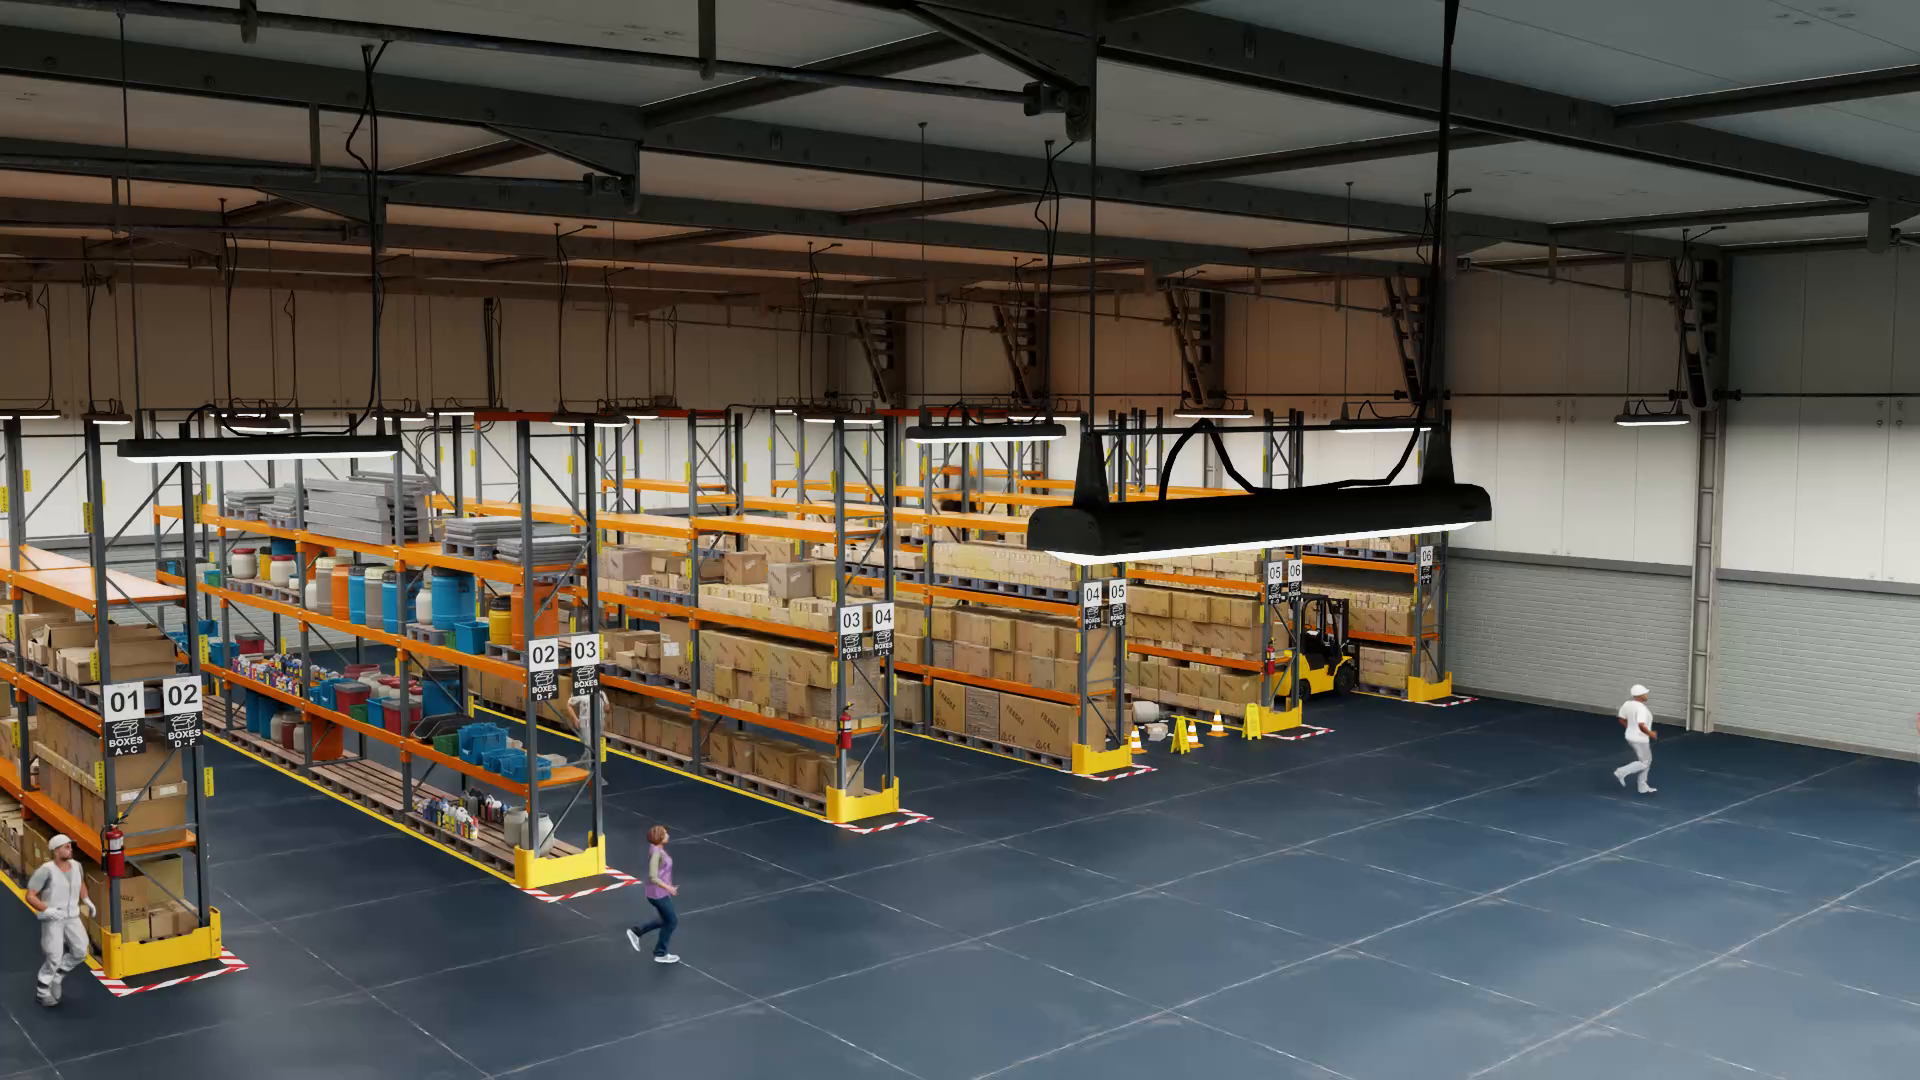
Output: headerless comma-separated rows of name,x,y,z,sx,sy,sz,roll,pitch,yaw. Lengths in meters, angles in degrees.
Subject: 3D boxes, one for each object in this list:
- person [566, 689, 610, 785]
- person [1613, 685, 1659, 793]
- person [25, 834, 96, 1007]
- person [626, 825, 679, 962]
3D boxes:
person,-6.012,3.038,27.161,0.976,1.782,0.658,5,7,42
person,10.703,3.154,26.341,0.749,1.734,0.691,0,5,-4
person,-9.310,3.939,17.308,0.510,1.737,0.734,2,6,25
person,-3.421,3.933,18.468,0.575,1.554,0.583,-1,5,-12
